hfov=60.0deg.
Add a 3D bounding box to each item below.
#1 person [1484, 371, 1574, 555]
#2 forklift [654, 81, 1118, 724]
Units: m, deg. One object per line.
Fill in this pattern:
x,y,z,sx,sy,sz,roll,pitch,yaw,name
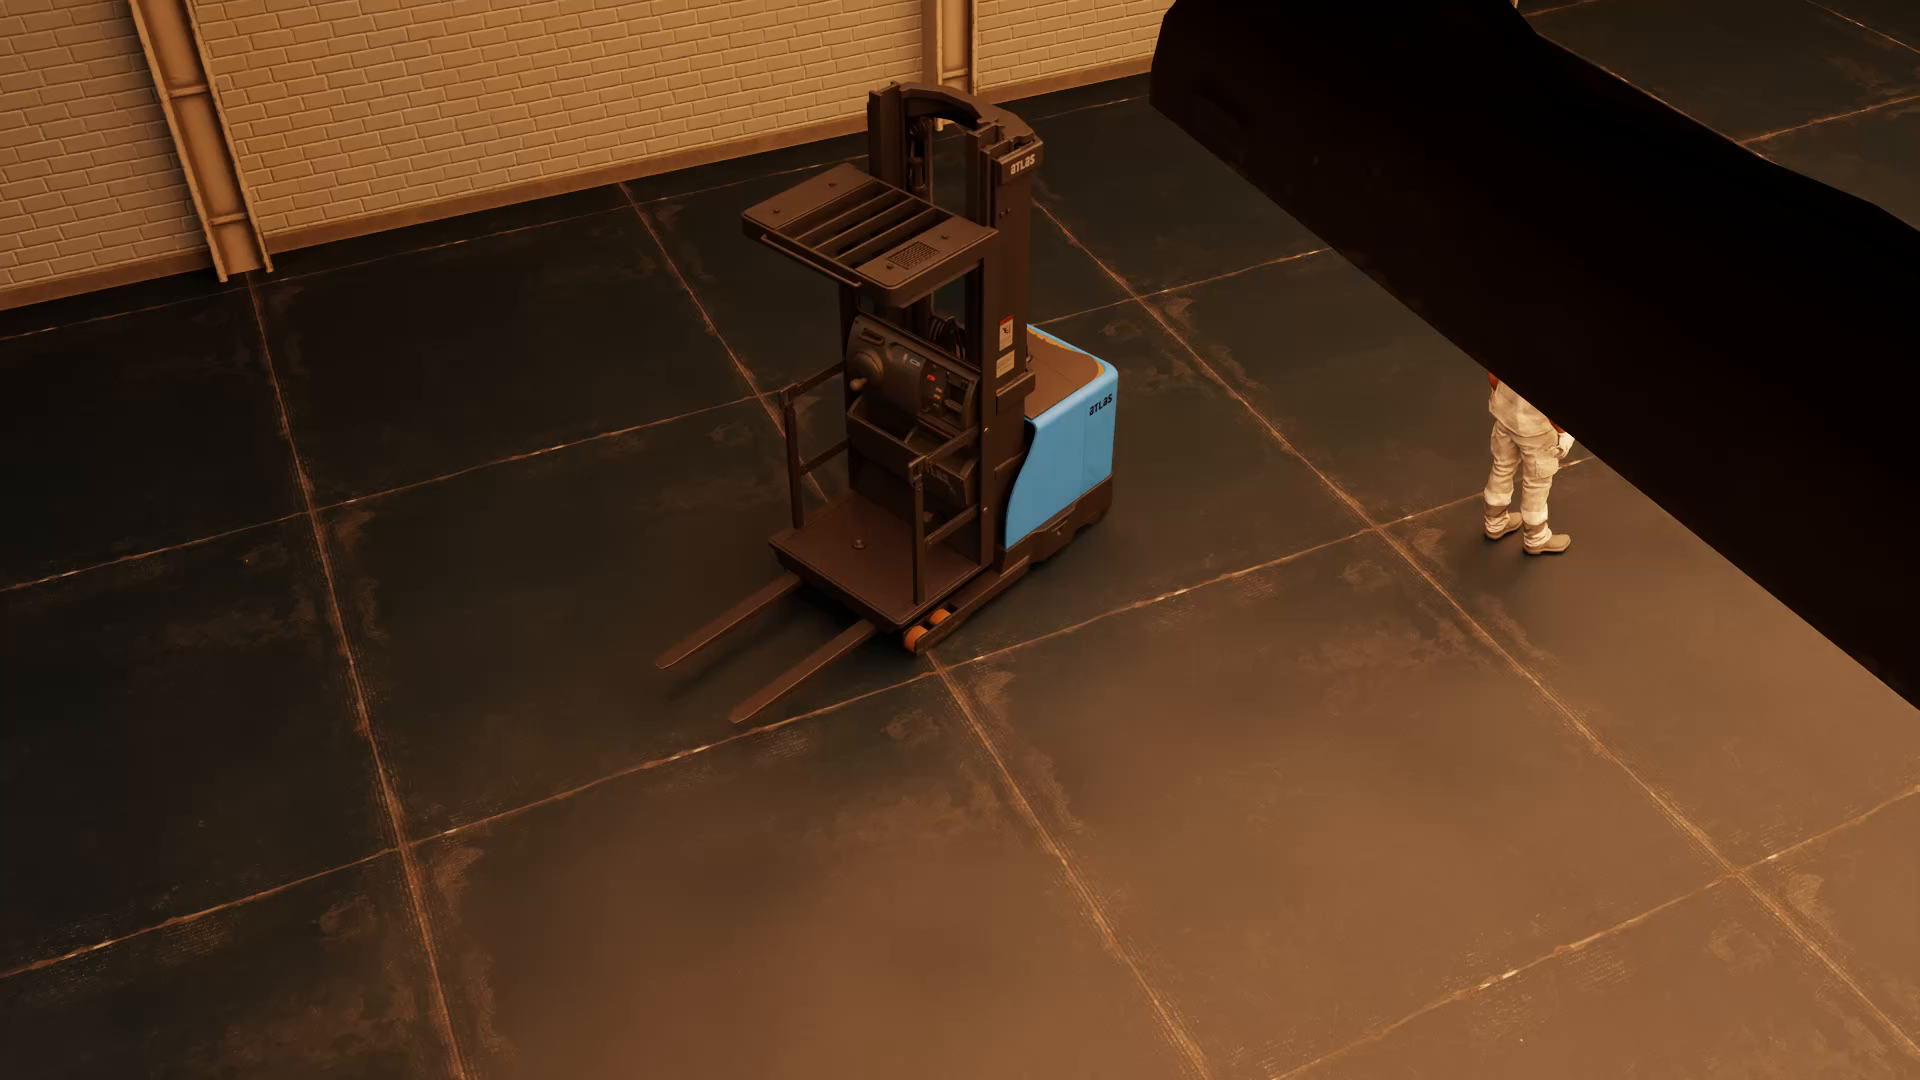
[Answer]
3.388,-0.732,9.773,0.564,1.787,0.637,-18,43,-20,person
-0.413,-0.839,9.021,1.130,2.935,3.031,31,49,31,forklift
